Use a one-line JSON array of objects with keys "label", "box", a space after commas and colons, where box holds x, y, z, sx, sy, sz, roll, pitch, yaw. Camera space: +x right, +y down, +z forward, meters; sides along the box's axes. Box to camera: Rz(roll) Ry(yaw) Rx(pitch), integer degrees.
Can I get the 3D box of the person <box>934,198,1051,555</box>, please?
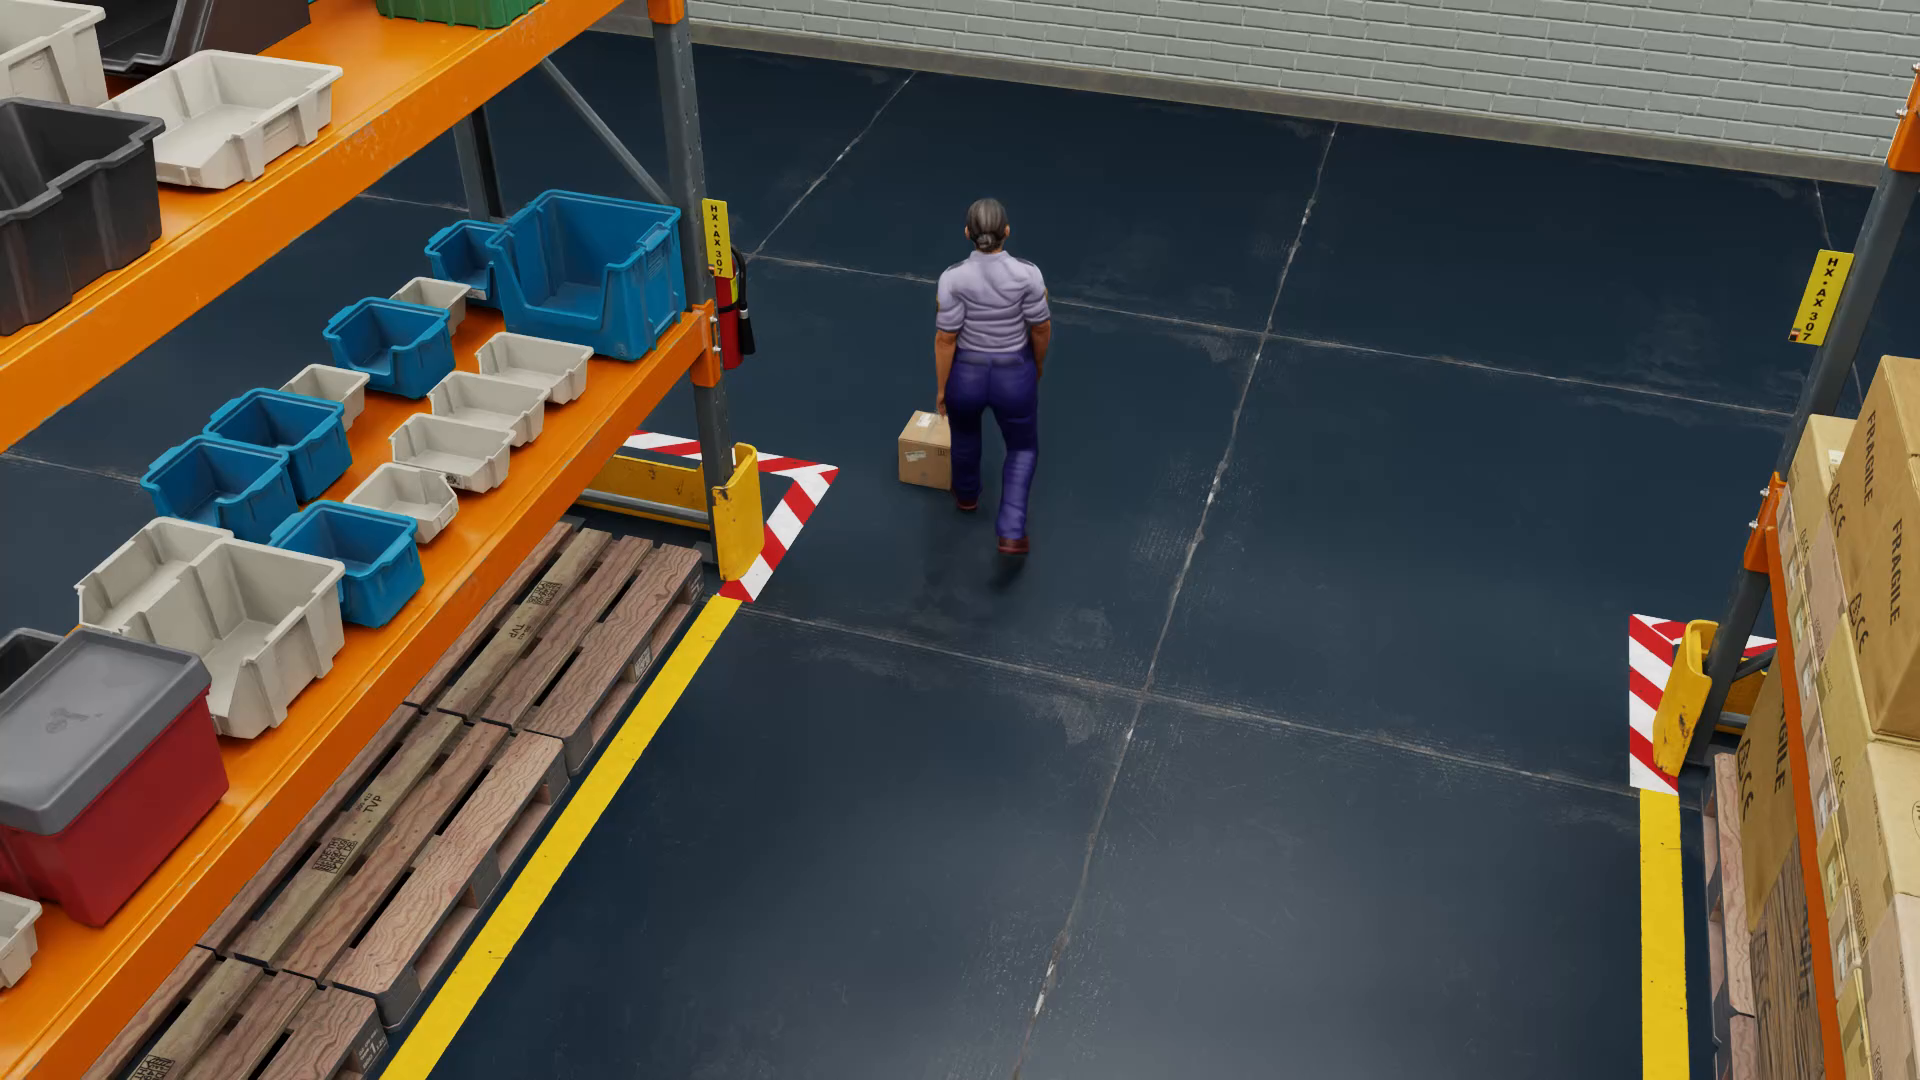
[{"label": "person", "box": [0.137, -0.696, 7.062, 0.484, 1.619, 0.837, 0, 37, 0]}]
